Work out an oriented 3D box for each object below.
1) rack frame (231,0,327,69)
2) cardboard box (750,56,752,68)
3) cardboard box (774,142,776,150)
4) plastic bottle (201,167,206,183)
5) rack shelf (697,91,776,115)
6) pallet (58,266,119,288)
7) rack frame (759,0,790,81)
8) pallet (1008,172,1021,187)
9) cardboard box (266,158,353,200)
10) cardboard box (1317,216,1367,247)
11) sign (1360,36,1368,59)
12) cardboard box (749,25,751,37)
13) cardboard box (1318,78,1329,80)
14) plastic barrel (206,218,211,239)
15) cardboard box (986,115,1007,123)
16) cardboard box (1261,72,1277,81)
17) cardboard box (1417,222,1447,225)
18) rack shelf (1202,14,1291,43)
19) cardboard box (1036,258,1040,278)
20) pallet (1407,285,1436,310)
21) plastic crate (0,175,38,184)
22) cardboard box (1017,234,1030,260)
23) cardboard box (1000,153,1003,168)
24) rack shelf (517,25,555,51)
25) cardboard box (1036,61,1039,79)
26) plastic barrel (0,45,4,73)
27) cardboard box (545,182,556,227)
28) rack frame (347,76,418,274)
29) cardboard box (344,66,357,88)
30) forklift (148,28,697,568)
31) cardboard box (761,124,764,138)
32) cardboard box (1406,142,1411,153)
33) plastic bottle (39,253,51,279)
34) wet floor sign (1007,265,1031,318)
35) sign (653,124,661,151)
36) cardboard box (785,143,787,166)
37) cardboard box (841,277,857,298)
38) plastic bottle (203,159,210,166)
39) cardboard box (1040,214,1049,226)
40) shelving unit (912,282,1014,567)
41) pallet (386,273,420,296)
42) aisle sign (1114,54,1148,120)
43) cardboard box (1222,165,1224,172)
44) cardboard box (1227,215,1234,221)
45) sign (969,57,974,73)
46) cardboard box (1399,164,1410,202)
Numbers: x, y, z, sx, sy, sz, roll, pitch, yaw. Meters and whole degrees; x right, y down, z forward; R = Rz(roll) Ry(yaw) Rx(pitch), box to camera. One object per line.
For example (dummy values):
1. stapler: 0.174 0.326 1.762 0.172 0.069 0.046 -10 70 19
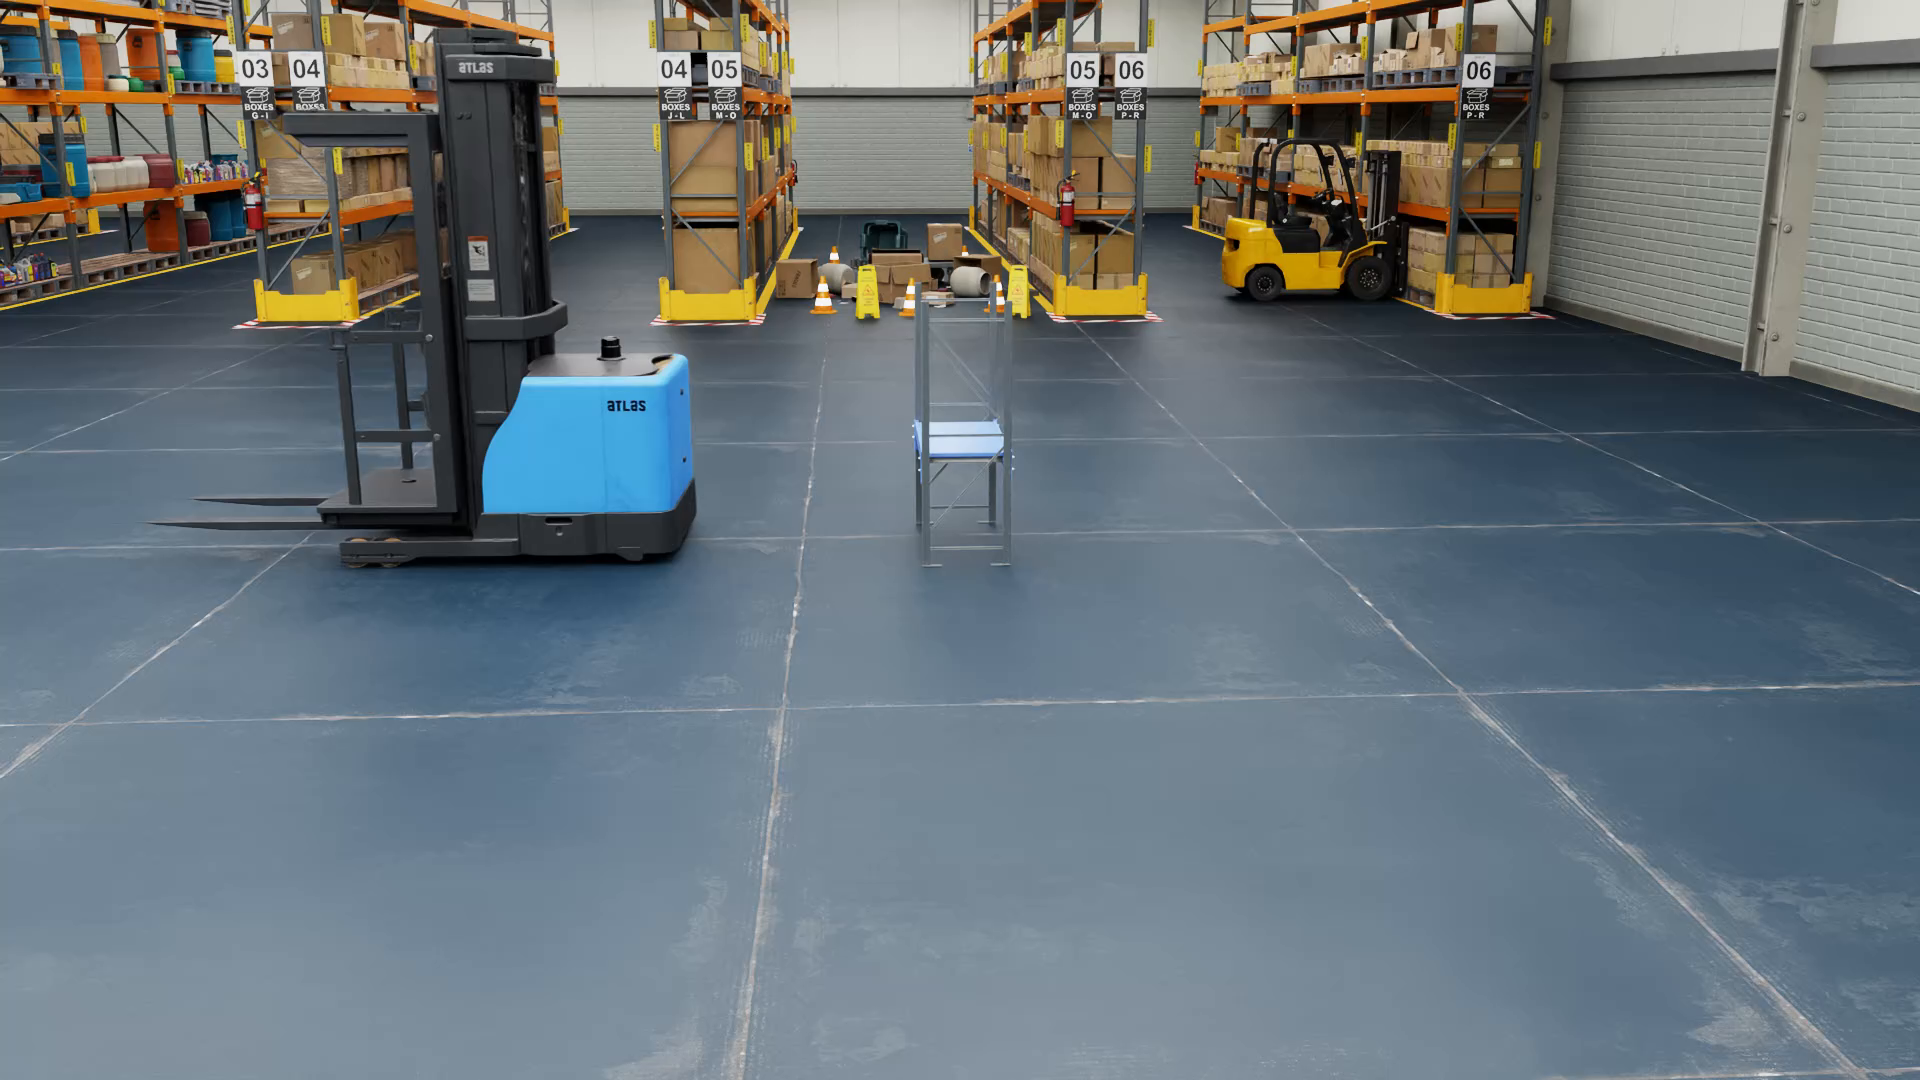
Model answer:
1. rack frame: -8.097 -7.086 19.506 1.000 3.000 0.127 -1 14 -3
2. cardboard box: -2.937 -6.282 21.863 0.380 0.149 0.250 -1 14 -3
3. cardboard box: -3.616 -7.293 30.818 0.380 0.149 0.250 -1 14 -4
4. plastic bottle: -13.278 -6.403 29.150 0.097 0.271 0.097 0 14 0
5. rack shelf: -3.513 -6.828 25.969 1.077 0.370 4.000 -1 14 -3
6. pallet: -13.376 -3.943 24.927 1.003 0.211 1.213 -1 14 -3
7. rack frame: -4.132 -11.116 35.172 1.000 3.000 0.127 -1 14 -3
8. pallet: 1.448 -6.054 27.923 1.213 0.211 1.003 -1 14 -3
9. cardboard box: -8.104 -4.510 20.738 0.875 0.500 0.500 -1 14 -3
10. cardboard box: 6.367 -4.969 27.241 0.875 0.625 0.625 -1 15 -6
11. sign: 5.959 -7.250 24.497 0.100 0.325 0.005 -1 14 -3
12. cardboard box: -2.938 -6.668 21.765 0.380 0.149 0.250 -1 14 -3
13. cardboard box: 6.469 -8.131 29.088 0.380 0.149 0.250 -1 14 -4
14. plastic barrel: -13.778 -5.633 30.051 0.421 0.512 0.421 0 14 0
15. cardboard box: 0.713 -8.236 32.508 0.380 0.149 0.250 -1 14 -5
16. cardboard box: 5.746 -8.516 30.545 0.380 0.149 0.250 -1 14 -2
17. cardboard box: 6.787 -4.390 23.739 0.500 0.250 0.500 -1 14 -3
18. rack shelf: 5.880 -10.448 34.025 1.077 0.370 4.000 -1 14 -3
19. cardboard box: 1.357 -3.916 23.903 0.500 0.250 0.500 0 14 0
20. pallet: 6.658 -3.250 22.234 1.003 0.211 1.213 -1 14 -3
21. plastic crate: -13.383 -4.936 23.317 0.767 0.338 0.504 -1 14 -3
22. cardboard box: 1.418 -4.741 26.863 0.950 0.372 0.625 0 14 -2
23. cardboard box: 0.979 -6.736 29.486 0.500 0.250 0.500 -1 14 -5
24. rack shelf: -8.965 -10.025 33.178 1.077 0.370 4.000 -1 14 -3
25. cardboard box: 1.341 -6.610 23.383 0.500 0.250 0.500 -1 14 -4
26. plastic barrel: -13.458 -6.699 22.955 0.421 0.512 0.421 0 14 0
27. cardboard box: -8.913 -6.950 34.438 0.875 0.875 0.875 -1 14 -3
28. rack frame: -8.345 -5.175 24.120 1.000 3.000 0.127 -1 14 -3
29. cardboard box: -7.907 -5.812 20.878 0.500 0.250 0.500 -1 14 -5
30. forklift: -3.146 -1.395 9.566 3.031 2.935 1.130 0 14 -1
31. cardboard box: -3.619 -6.642 27.615 0.700 0.500 0.500 -1 14 -4
32. cardboard box: 6.415 -5.448 23.080 0.380 0.149 0.250 -1 14 -3
33. plastic bottle: -12.961 -3.873 23.493 0.144 0.351 0.185 -1 14 -5
34. wet floor sign: 0.737 -3.129 20.894 0.267 0.644 0.232 4 15 16
35. sign: -3.683 -4.902 20.261 0.100 0.325 0.005 -1 14 -3
36. cardboard box: -3.701 -7.659 32.975 0.500 0.500 0.500 -1 14 -3
37. cardboard box: -1.444 -3.503 23.110 0.396 0.266 0.258 2 15 6
38. plastic bottle: -14.084 -6.962 31.163 0.144 0.351 0.185 -1 14 -3
39. cardboard box: 1.314 -4.500 23.363 0.380 0.149 0.250 0 14 0
40. shelving unit: 0.005 -0.705 9.757 0.538 1.500 1.048 -1 14 -3
41. pallet: -8.268 -3.658 23.821 1.003 0.211 1.213 -1 14 -3
42. aisle sign: 2.107 -5.582 20.483 0.394 0.787 0.004 -1 14 -3
43. cardboard box: 5.654 -7.733 34.566 0.380 0.149 0.250 -1 14 -4
44. cardboard box: 5.654 -6.497 33.903 0.396 0.266 0.258 0 14 -1
45. sign: 0.248 -10.220 35.794 0.100 0.325 0.005 -1 14 -3
46. cardboard box: 6.358 -4.959 23.080 0.500 0.500 0.500 -1 14 -3
